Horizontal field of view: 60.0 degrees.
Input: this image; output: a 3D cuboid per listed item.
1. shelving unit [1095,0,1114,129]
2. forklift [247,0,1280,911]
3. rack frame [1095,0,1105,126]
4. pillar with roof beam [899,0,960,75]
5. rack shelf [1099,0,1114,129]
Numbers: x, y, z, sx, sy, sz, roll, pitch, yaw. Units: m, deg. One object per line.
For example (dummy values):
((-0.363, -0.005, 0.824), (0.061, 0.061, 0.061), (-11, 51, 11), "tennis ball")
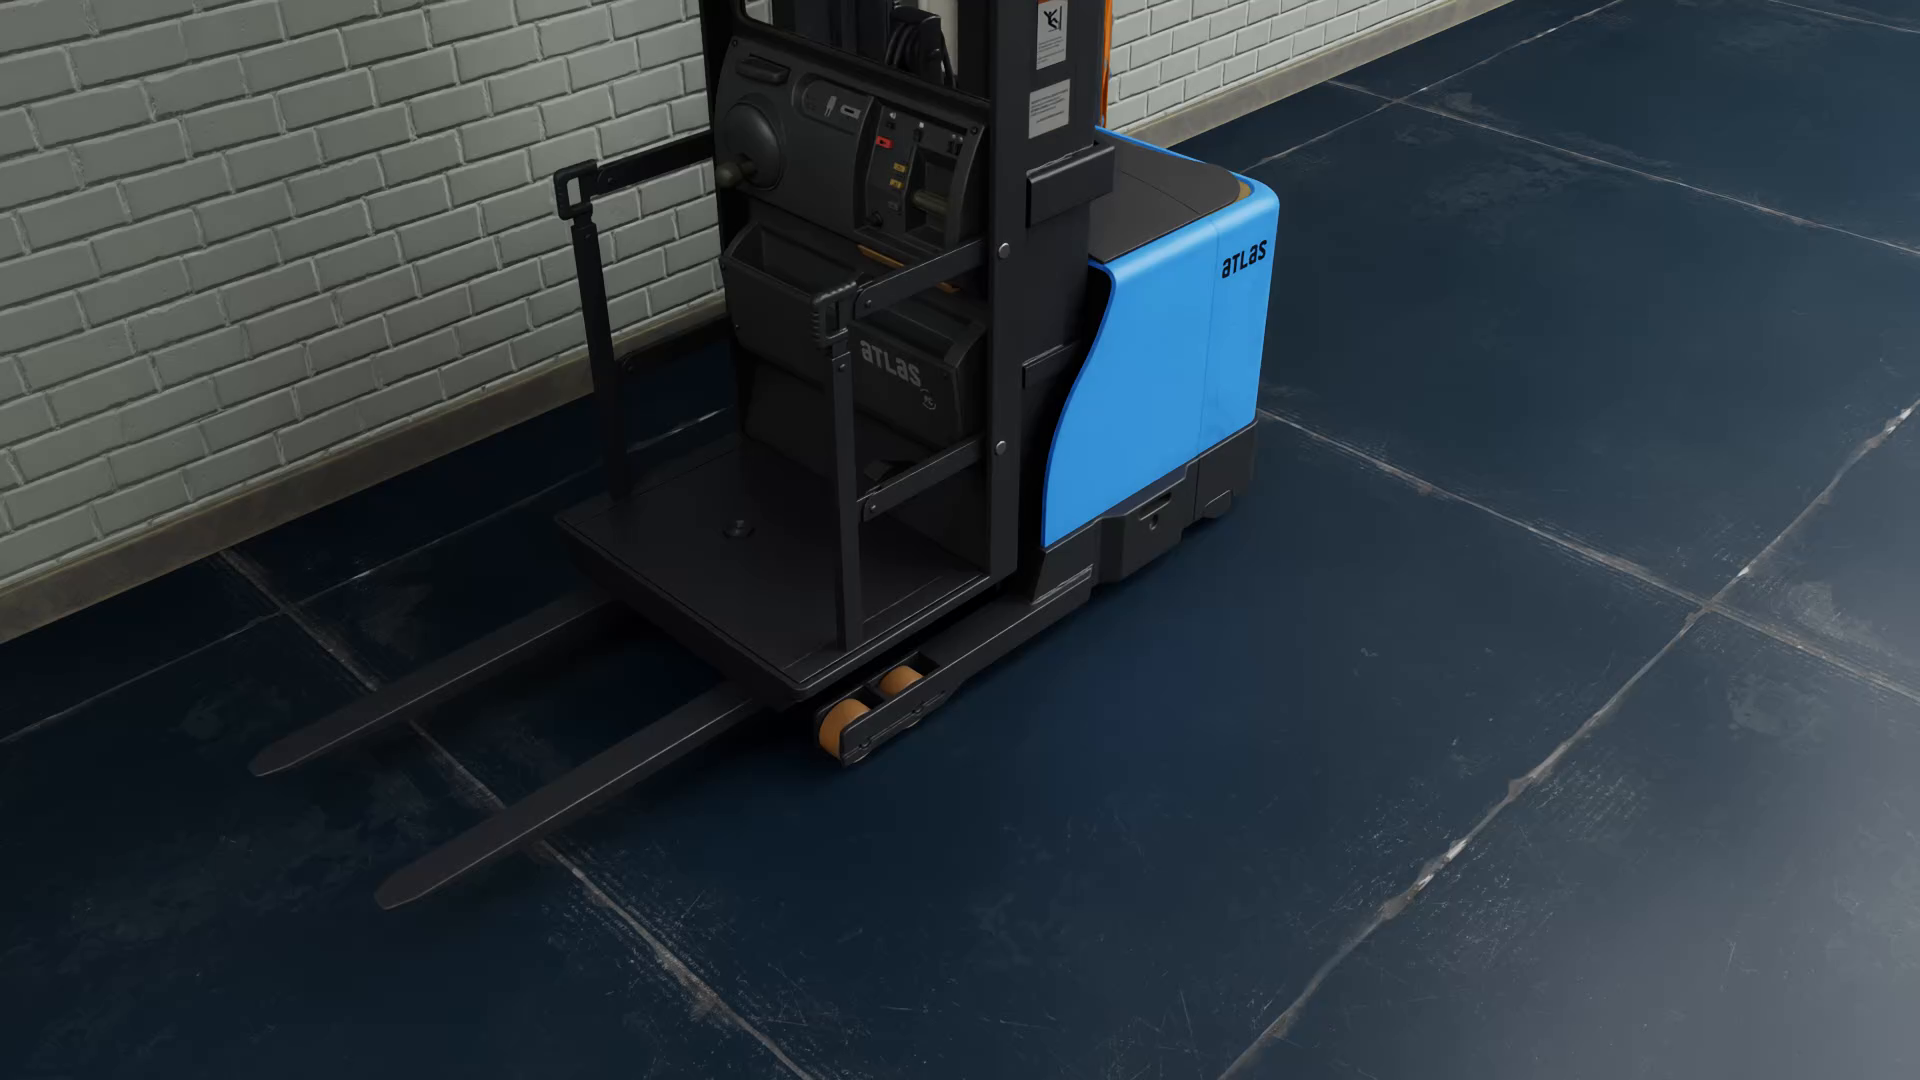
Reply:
((0.289, -1.559, 5.646), (0.431, 2.100, 0.503), (4, 36, 6), "shelving unit")
((-0.444, -0.947, 4.045), (1.130, 2.935, 3.031), (30, 45, 35), "forklift")
((0.258, -1.419, 5.449), (0.400, 2.100, 0.015), (4, 36, 6), "rack frame")
((2.936, -3.092, 1.818), (9.100, 9.000, 0.400), (30, 45, 35), "pillar with roof beam")
((0.289, -1.548, 5.654), (0.431, 0.518, 0.480), (4, 36, 6), "rack shelf")
